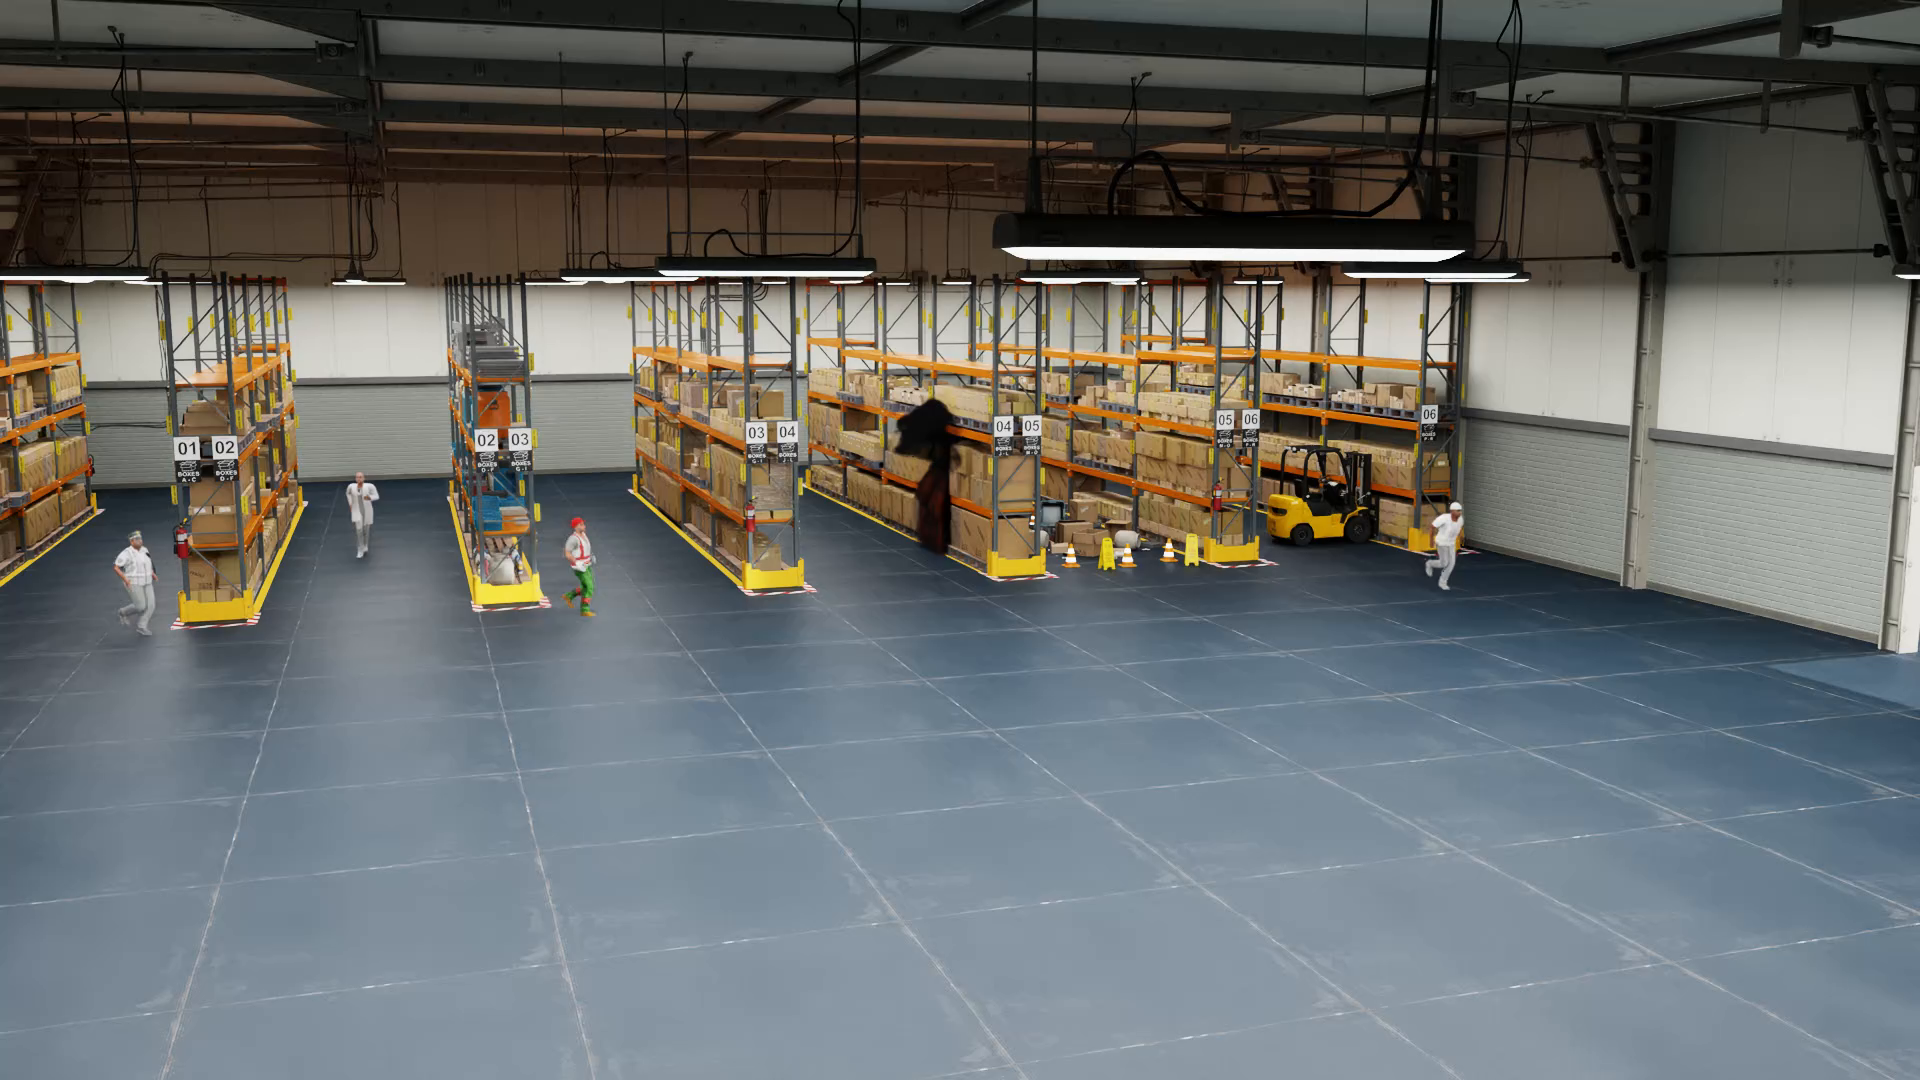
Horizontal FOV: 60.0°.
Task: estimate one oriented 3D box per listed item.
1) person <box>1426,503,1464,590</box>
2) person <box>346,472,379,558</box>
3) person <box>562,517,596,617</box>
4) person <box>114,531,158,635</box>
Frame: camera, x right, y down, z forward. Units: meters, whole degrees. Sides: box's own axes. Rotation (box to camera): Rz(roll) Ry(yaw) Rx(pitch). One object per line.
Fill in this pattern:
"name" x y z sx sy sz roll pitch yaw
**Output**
"person" 9.338 0.093 32.021 0.697 1.693 0.844 -5 10 -30
"person" -12.874 -0.549 35.896 0.669 1.853 0.865 -3 9 -18
"person" -6.727 0.439 29.217 0.597 1.693 0.651 2 9 11
"person" -13.738 0.711 27.757 0.601 1.750 0.677 4 9 25
